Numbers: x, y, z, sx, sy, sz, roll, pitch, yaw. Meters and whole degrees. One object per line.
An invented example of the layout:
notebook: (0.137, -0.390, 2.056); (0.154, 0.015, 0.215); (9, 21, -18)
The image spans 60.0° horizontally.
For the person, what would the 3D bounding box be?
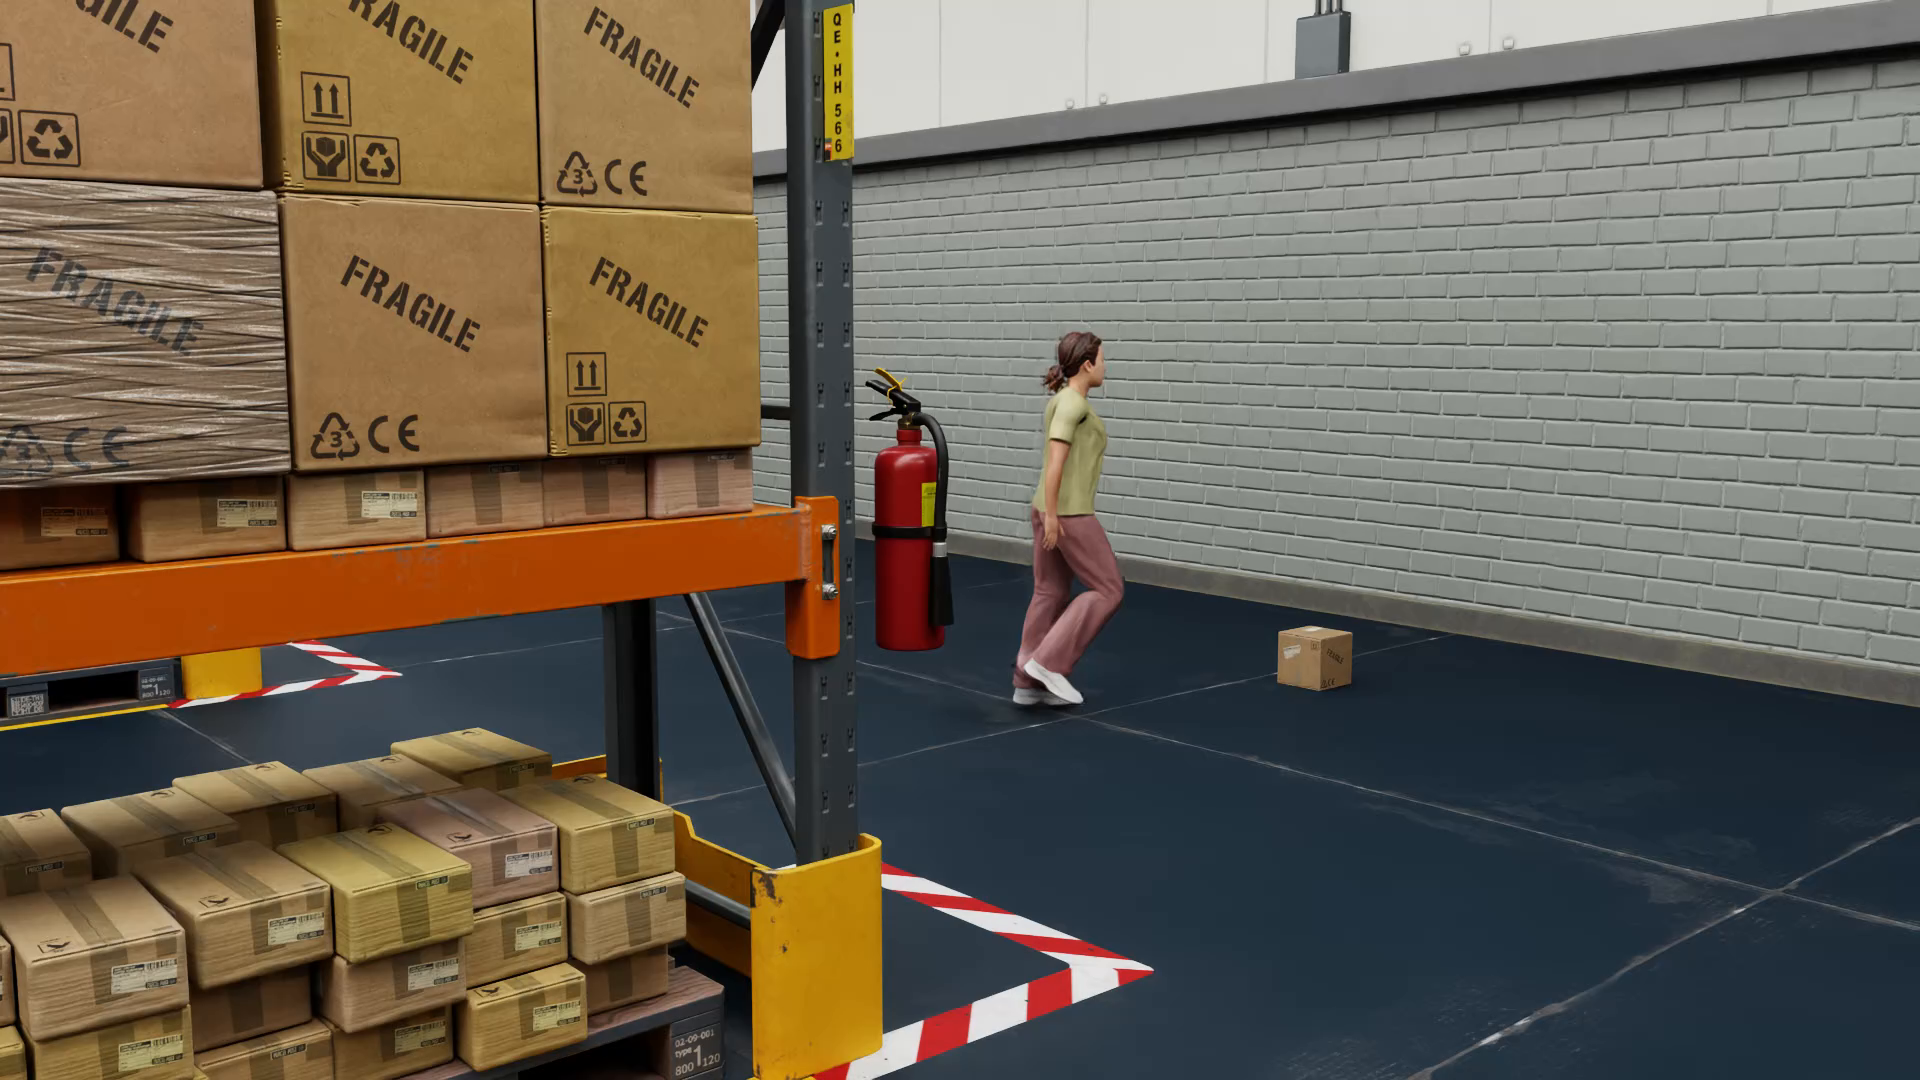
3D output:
person: (0.467, -0.090, 7.378); (0.472, 1.656, 0.487); (-1, 8, -8)
